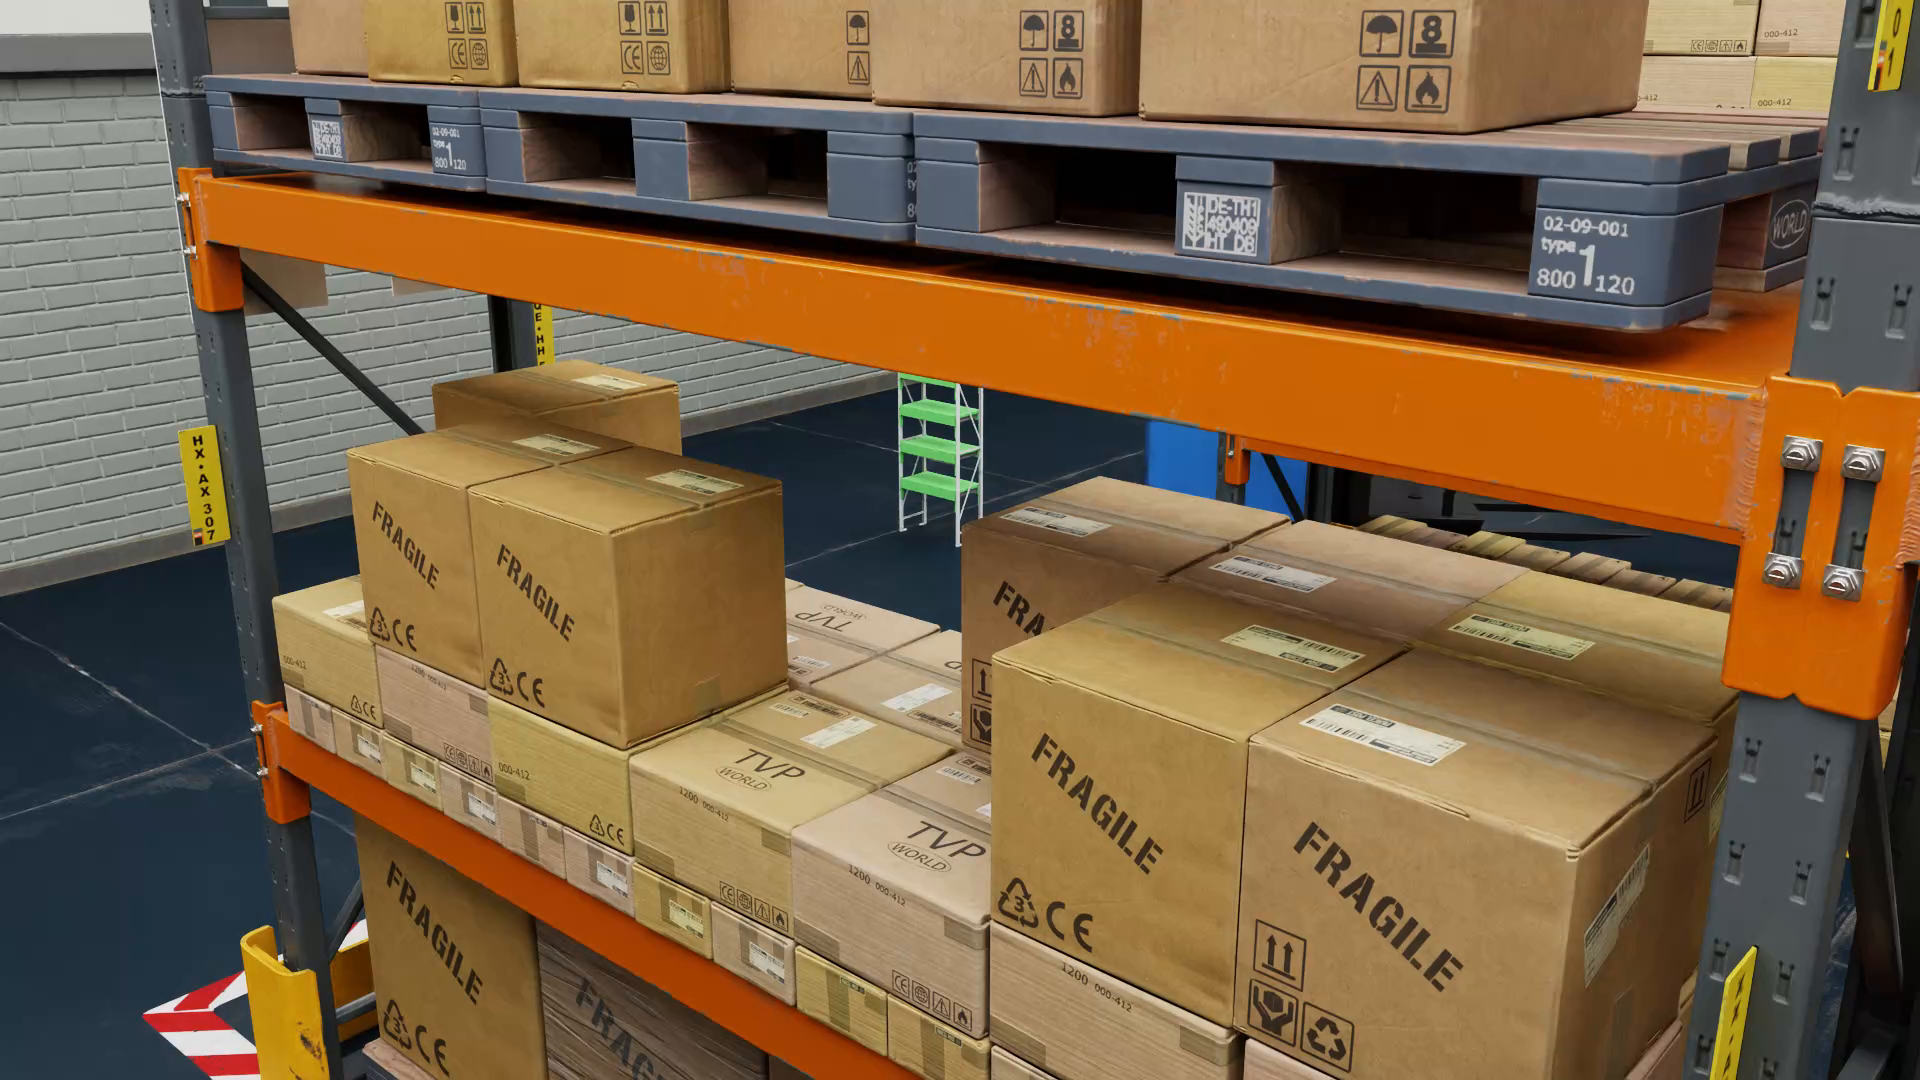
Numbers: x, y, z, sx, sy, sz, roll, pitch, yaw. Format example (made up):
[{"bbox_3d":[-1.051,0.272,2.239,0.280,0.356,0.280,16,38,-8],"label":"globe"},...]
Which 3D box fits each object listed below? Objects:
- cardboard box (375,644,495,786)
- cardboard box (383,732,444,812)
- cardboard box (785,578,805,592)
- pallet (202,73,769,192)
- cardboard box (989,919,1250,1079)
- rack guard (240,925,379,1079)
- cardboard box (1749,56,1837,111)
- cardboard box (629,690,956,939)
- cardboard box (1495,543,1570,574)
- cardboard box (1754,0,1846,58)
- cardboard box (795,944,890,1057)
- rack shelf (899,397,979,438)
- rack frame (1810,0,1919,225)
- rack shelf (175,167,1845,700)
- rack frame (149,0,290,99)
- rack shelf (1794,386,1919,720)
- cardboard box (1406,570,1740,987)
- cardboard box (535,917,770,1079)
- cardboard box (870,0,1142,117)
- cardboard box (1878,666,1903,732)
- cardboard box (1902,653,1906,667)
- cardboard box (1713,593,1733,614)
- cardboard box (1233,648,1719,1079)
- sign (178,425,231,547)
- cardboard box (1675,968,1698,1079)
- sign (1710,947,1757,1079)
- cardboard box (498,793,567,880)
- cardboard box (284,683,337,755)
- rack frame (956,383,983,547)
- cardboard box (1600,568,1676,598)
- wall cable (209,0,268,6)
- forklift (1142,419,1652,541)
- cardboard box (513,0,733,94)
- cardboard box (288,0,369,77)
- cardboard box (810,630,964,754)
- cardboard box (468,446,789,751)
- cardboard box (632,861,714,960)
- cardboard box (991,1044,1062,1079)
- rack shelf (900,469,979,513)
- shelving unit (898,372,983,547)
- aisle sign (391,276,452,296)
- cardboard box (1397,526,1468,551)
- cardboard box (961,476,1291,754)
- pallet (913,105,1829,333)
[{"bbox_3d":[-1.124,0.368,4.249,0.500,0.250,0.500,15,23,39],"label":"cardboard box"},{"bbox_3d":[-1.266,0.546,4.347,0.250,0.149,0.380,14,23,38],"label":"cardboard box"},{"bbox_3d":[-0.780,0.247,4.631,0.500,0.250,0.500,15,23,38],"label":"cardboard box"},{"bbox_3d":[-1.135,-1.063,4.189,1.213,0.211,1.003,15,23,39],"label":"pallet"},{"bbox_3d":[0.402,0.778,2.957,0.500,0.250,0.500,16,24,41],"label":"cardboard box"},{"bbox_3d":[-1.715,1.365,5.485,0.348,0.500,1.175,15,23,39],"label":"rack guard"},{"bbox_3d":[3.370,-1.721,6.365,0.500,0.250,0.500,15,23,39],"label":"cardboard box"},{"bbox_3d":[-0.357,0.573,3.602,0.500,0.250,0.500,14,23,38],"label":"cardboard box"},{"bbox_3d":[2.814,0.153,8.205,0.250,0.149,0.380,14,22,37],"label":"cardboard box"},{"bbox_3d":[3.374,-1.963,6.301,0.500,0.250,0.500,16,24,41],"label":"cardboard box"},{"bbox_3d":[-0.112,0.856,3.371,0.250,0.149,0.380,15,23,38],"label":"cardboard box"},{"bbox_3d":[-0.124,-0.773,10.482,0.480,0.148,0.258,15,23,39],"label":"rack shelf"},{"bbox_3d":[1.295,-1.878,1.654,0.127,3.000,1.000,15,23,39],"label":"rack frame"},{"bbox_3d":[-0.201,-0.507,3.481,4.000,0.370,1.077,15,23,39],"label":"rack shelf"},{"bbox_3d":[-1.697,-2.681,4.184,0.127,3.000,1.000,15,23,39],"label":"rack frame"},{"bbox_3d":[2.791,0.296,0.951,4.000,0.370,1.077,15,23,39],"label":"rack shelf"},{"bbox_3d":[1.106,0.400,2.911,0.500,0.500,0.500,15,23,39],"label":"cardboard box"},{"bbox_3d":[-0.485,1.284,4.426,0.875,0.875,0.875,15,23,39],"label":"cardboard box"},{"bbox_3d":[0.270,-0.996,2.809,0.500,0.500,0.700,17,24,42],"label":"cardboard box"},{"bbox_3d":[3.815,0.651,6.636,0.250,0.149,0.380,15,23,39],"label":"cardboard box"},{"bbox_3d":[4.154,0.530,7.018,0.250,0.149,0.380,15,23,39],"label":"cardboard box"},{"bbox_3d":[3.549,0.377,7.499,0.250,0.149,0.380,14,22,37],"label":"cardboard box"},{"bbox_3d":[0.773,0.522,2.525,0.500,0.500,0.500,16,24,41],"label":"cardboard box"},{"bbox_3d":[-2.070,-0.148,4.557,0.005,0.325,0.100,15,23,39],"label":"sign"},{"bbox_3d":[1.117,0.757,3.023,0.500,0.250,0.500,15,23,38],"label":"cardboard box"},{"bbox_3d":[0.927,0.657,2.021,0.005,0.325,0.100,15,23,39],"label":"sign"},{"bbox_3d":[-0.881,0.650,4.021,0.250,0.149,0.380,14,23,38],"label":"cardboard box"},{"bbox_3d":[-1.651,0.444,4.670,0.250,0.149,0.380,15,23,40],"label":"cardboard box"},{"bbox_3d":[0.059,-0.556,10.381,0.015,1.200,0.240,15,23,39],"label":"rack frame"},{"bbox_3d":[3.176,0.273,7.829,0.250,0.149,0.380,14,22,37],"label":"cardboard box"},{"bbox_3d":[-3.639,-6.130,9.732,0.120,5.999,2.277,15,23,39],"label":"wall cable"},{"bbox_3d":[2.668,-1.352,10.027,3.031,2.935,1.130,1,18,5],"label":"forklift"},{"bbox_3d":[-0.513,-1.222,3.519,0.500,0.500,0.700,13,22,36],"label":"cardboard box"},{"bbox_3d":[-1.273,-1.455,4.253,0.500,0.500,0.700,13,22,36],"label":"cardboard box"},{"bbox_3d":[-0.006,0.453,3.982,0.500,0.250,0.500,15,23,39],"label":"cardboard box"},{"bbox_3d":[-0.752,0.111,3.820,0.500,0.500,0.500,14,23,38],"label":"cardboard box"},{"bbox_3d":[-0.499,0.752,3.698,0.250,0.149,0.380,14,23,38],"label":"cardboard box"},{"bbox_3d":[0.272,0.959,3.046,0.250,0.149,0.380,16,23,40],"label":"cardboard box"},{"bbox_3d":[-0.124,-0.315,10.627,0.480,0.148,0.258,15,23,39],"label":"rack shelf"},{"bbox_3d":[-0.124,-0.605,10.535,0.503,1.200,0.258,15,23,39],"label":"shelving unit"},{"bbox_3d":[-1.552,-1.143,4.958,0.004,0.787,0.394,15,23,39],"label":"aisle sign"},{"bbox_3d":[2.385,0.064,8.487,0.250,0.149,0.380,16,23,40],"label":"cardboard box"},{"bbox_3d":[0.351,0.195,3.553,0.500,0.500,0.500,14,22,38],"label":"cardboard box"},{"bbox_3d":[0.690,-0.573,2.646,1.213,0.211,1.003,15,23,39],"label":"pallet"}]
